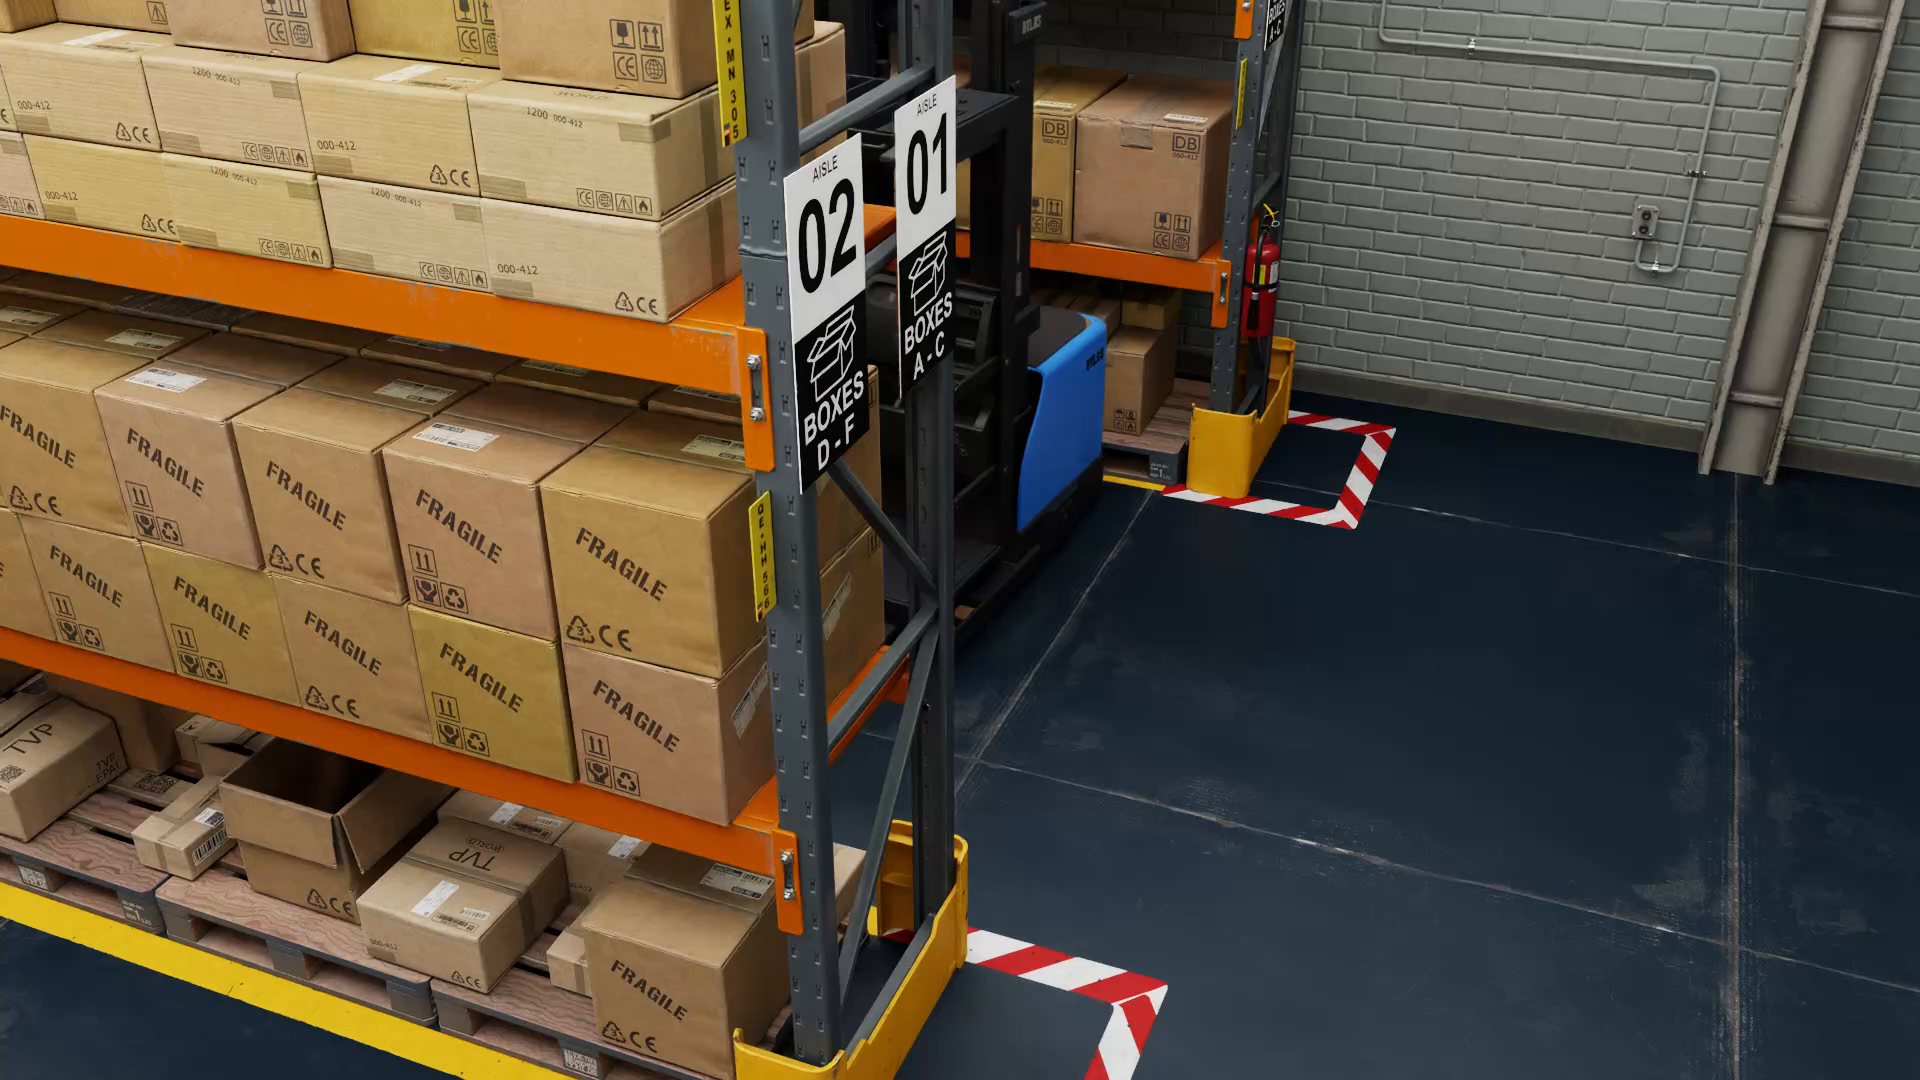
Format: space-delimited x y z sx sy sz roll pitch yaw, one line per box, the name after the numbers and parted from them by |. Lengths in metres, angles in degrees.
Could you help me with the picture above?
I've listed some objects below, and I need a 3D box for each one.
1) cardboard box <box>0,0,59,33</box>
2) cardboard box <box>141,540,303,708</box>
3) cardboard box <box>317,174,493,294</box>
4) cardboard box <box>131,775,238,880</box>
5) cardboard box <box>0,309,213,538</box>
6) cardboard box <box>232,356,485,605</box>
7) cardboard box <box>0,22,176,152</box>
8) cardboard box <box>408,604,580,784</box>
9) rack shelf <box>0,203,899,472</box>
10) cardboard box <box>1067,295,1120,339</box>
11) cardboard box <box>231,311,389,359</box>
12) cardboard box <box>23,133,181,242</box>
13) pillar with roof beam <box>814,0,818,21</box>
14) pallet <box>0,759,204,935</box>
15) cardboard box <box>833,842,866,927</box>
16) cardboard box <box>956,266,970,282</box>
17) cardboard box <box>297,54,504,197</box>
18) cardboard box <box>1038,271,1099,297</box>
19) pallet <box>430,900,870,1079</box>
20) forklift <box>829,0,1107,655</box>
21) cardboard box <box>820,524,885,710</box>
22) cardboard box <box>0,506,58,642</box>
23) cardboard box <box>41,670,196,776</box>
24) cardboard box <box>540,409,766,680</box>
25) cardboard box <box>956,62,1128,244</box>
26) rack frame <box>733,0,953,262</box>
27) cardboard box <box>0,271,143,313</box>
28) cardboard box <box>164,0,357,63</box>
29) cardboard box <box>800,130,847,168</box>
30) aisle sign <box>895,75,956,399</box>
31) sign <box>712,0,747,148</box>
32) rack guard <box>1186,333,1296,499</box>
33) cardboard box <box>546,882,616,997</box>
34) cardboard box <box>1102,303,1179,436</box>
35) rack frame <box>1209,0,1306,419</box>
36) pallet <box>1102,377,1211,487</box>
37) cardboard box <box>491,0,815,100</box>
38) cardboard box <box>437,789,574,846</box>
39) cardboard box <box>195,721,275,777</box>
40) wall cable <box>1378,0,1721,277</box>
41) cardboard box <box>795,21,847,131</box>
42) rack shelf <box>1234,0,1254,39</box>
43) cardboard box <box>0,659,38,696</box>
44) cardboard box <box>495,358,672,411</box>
-2.627 -1.770 4.667 0.500 0.500 0.700 11 31 19 | cardboard box
-2.188 0.150 5.334 0.500 0.500 0.500 11 31 18 | cardboard box
-1.296 -0.878 4.358 0.500 0.250 0.500 11 31 19 | cardboard box
-2.855 1.069 6.243 0.250 0.166 0.380 11 31 19 | cardboard box
-2.683 -0.378 5.252 0.500 0.500 0.500 10 31 18 | cardboard box
-1.728 -0.187 4.916 0.500 0.500 0.500 12 32 20 | cardboard box
-2.224 -1.278 4.558 0.500 0.250 0.500 11 31 19 | cardboard box
-1.261 0.338 5.001 0.500 0.500 0.500 12 31 20 | cardboard box
-2.115 -0.928 5.025 4.000 0.370 1.077 11 31 19 | rack shelf
0.724 -1.226 9.325 0.250 0.149 0.380 11 31 19 | cardboard box
-1.994 -0.528 5.517 0.500 0.500 0.500 11 31 19 | cardboard box
-2.221 -1.064 4.688 0.500 0.250 0.500 11 31 19 | cardboard box
-2.754 -3.478 5.758 0.400 9.000 9.100 11 31 19 | pillar with roof beam
-3.332 1.037 6.702 1.213 0.211 1.003 11 31 19 | pallet
-0.520 1.251 5.939 0.250 0.149 0.380 11 31 19 | cardboard box
0.165 -1.540 9.880 0.250 0.149 0.380 12 32 20 | cardboard box
-1.297 -1.094 4.233 0.500 0.250 0.500 11 31 19 | cardboard box
0.633 -1.447 9.715 0.250 0.149 0.380 11 31 19 | cardboard box
-1.071 1.488 5.903 1.213 0.211 1.003 11 31 19 | pallet
-0.372 -0.970 7.488 1.130 2.935 3.031 15 33 25 | forklift
-0.574 0.189 5.265 0.500 0.500 0.500 12 32 20 | cardboard box
-3.123 -0.037 5.665 0.500 0.500 0.500 12 32 20 | cardboard box
-3.333 0.568 6.790 0.500 0.500 0.500 11 31 19 | cardboard box
-0.777 -0.001 4.585 0.500 0.500 0.500 11 31 19 | cardboard box
0.443 -2.174 9.243 0.700 0.700 0.980 11 31 19 | cardboard box
-0.261 -2.177 3.456 0.127 3.000 1.000 11 31 19 | rack frame
-2.926 -0.715 5.848 0.500 0.500 0.500 11 31 18 | cardboard box
-1.679 -1.612 4.387 0.500 0.500 0.700 11 31 19 | cardboard box
-0.642 -1.016 4.604 0.500 0.250 0.500 11 31 19 | cardboard box
-0.088 -0.818 4.507 0.004 0.787 0.394 11 31 19 | aisle sign
-0.489 -1.007 3.535 0.005 0.325 0.100 11 31 19 | sign
1.620 -0.732 9.536 0.348 0.500 1.175 11 31 19 | rack guard
-1.199 1.373 5.705 0.250 0.166 0.380 11 31 19 | cardboard box
0.911 -1.003 9.589 0.500 0.500 0.700 11 31 19 | cardboard box
1.598 -1.824 8.929 0.127 3.000 1.000 11 31 19 | rack frame
0.827 -0.722 9.814 1.213 0.211 1.003 11 31 19 | pallet
-0.744 -1.437 4.078 0.500 0.500 0.700 11 31 19 | cardboard box
-1.585 1.026 6.234 0.500 0.250 0.500 11 31 19 | cardboard box
-2.638 0.789 6.591 0.500 0.311 0.500 11 31 19 | cardboard box
3.140 -2.461 9.023 1.851 1.984 0.084 11 31 19 | wall cable
-0.640 -1.237 4.486 0.500 0.250 0.500 11 31 19 | cardboard box
-0.256 -3.187 9.023 4.000 0.370 1.077 11 31 19 | rack shelf
-4.325 0.391 7.103 0.500 0.500 0.500 10 31 17 | cardboard box
-1.061 -0.339 5.184 0.500 0.500 0.500 12 31 20 | cardboard box
